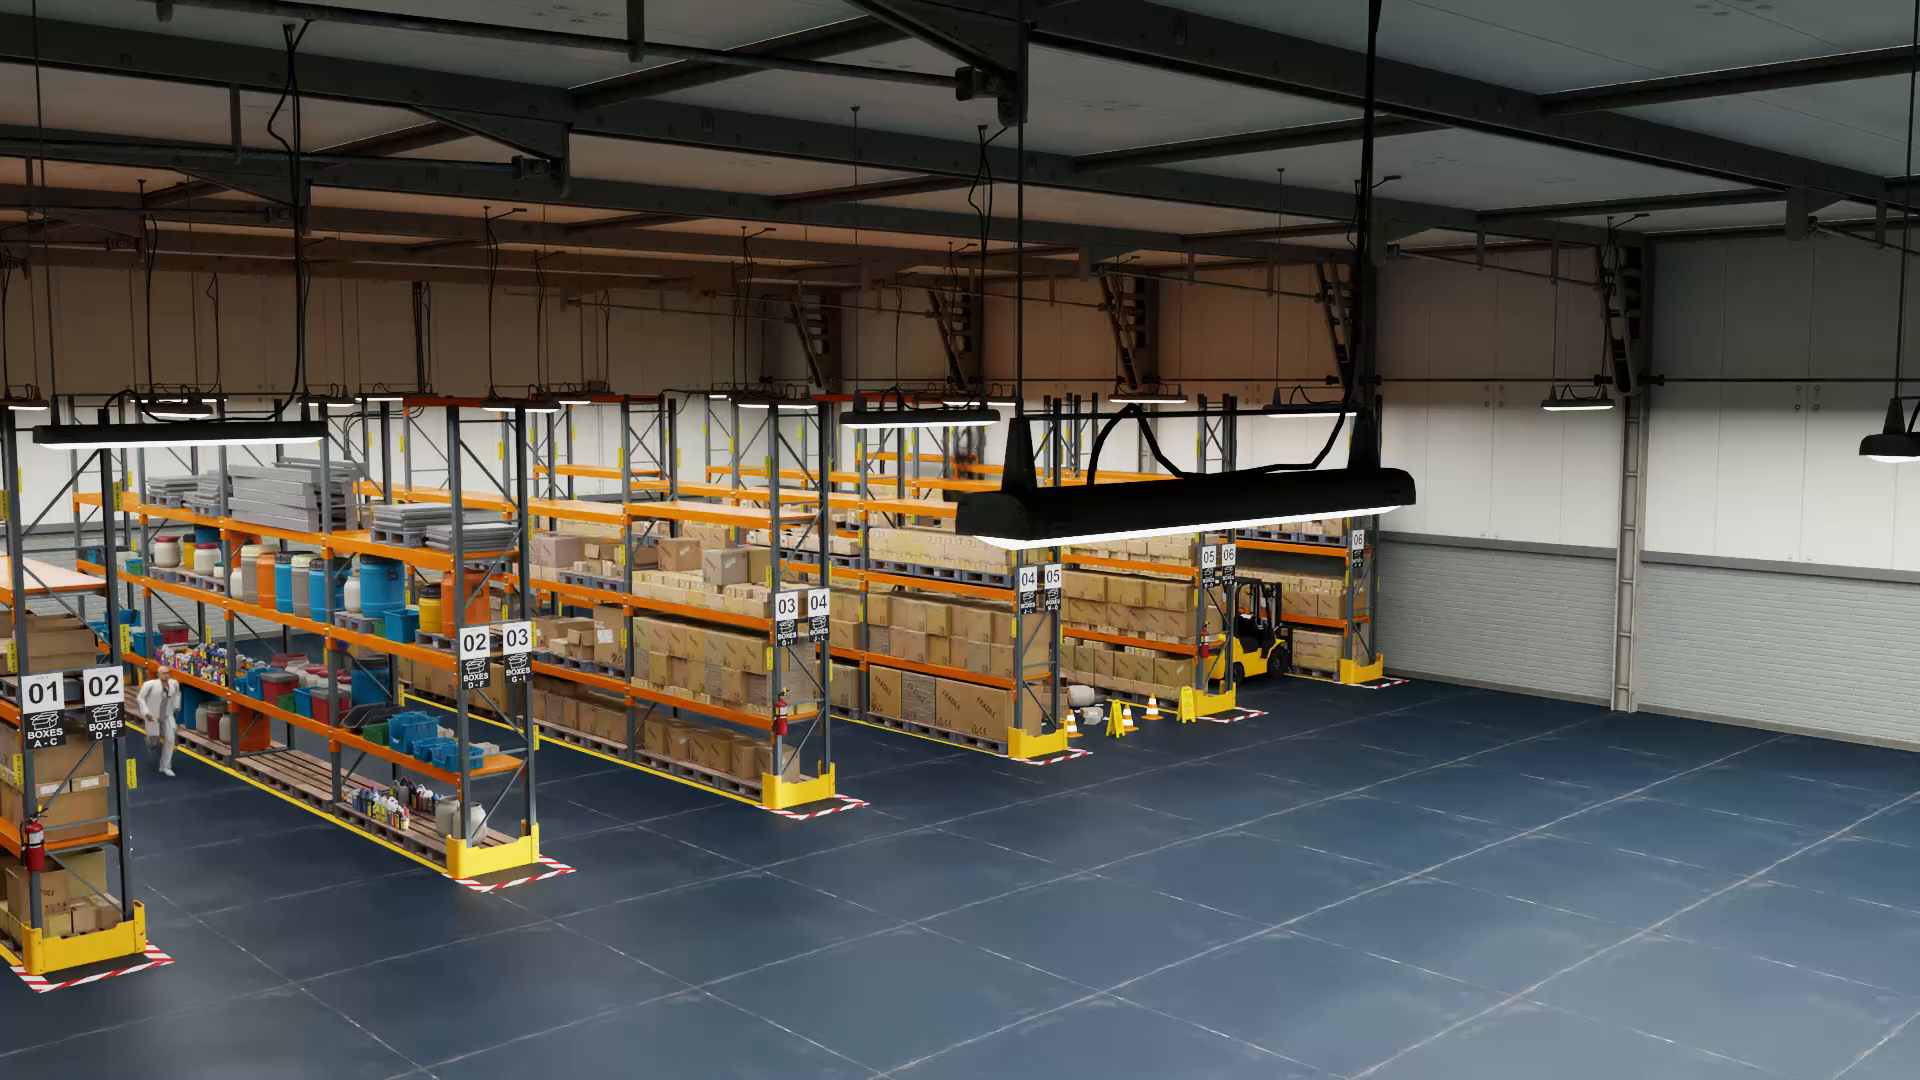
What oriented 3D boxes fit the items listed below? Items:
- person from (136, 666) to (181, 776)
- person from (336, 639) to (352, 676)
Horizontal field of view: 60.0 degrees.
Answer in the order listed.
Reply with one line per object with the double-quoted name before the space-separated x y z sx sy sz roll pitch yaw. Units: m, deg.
"person" -12.910 2.895 26.848 0.718 1.773 0.932 -5 8 -44
"person" -12.250 2.337 32.967 0.569 1.621 0.558 4 7 37
